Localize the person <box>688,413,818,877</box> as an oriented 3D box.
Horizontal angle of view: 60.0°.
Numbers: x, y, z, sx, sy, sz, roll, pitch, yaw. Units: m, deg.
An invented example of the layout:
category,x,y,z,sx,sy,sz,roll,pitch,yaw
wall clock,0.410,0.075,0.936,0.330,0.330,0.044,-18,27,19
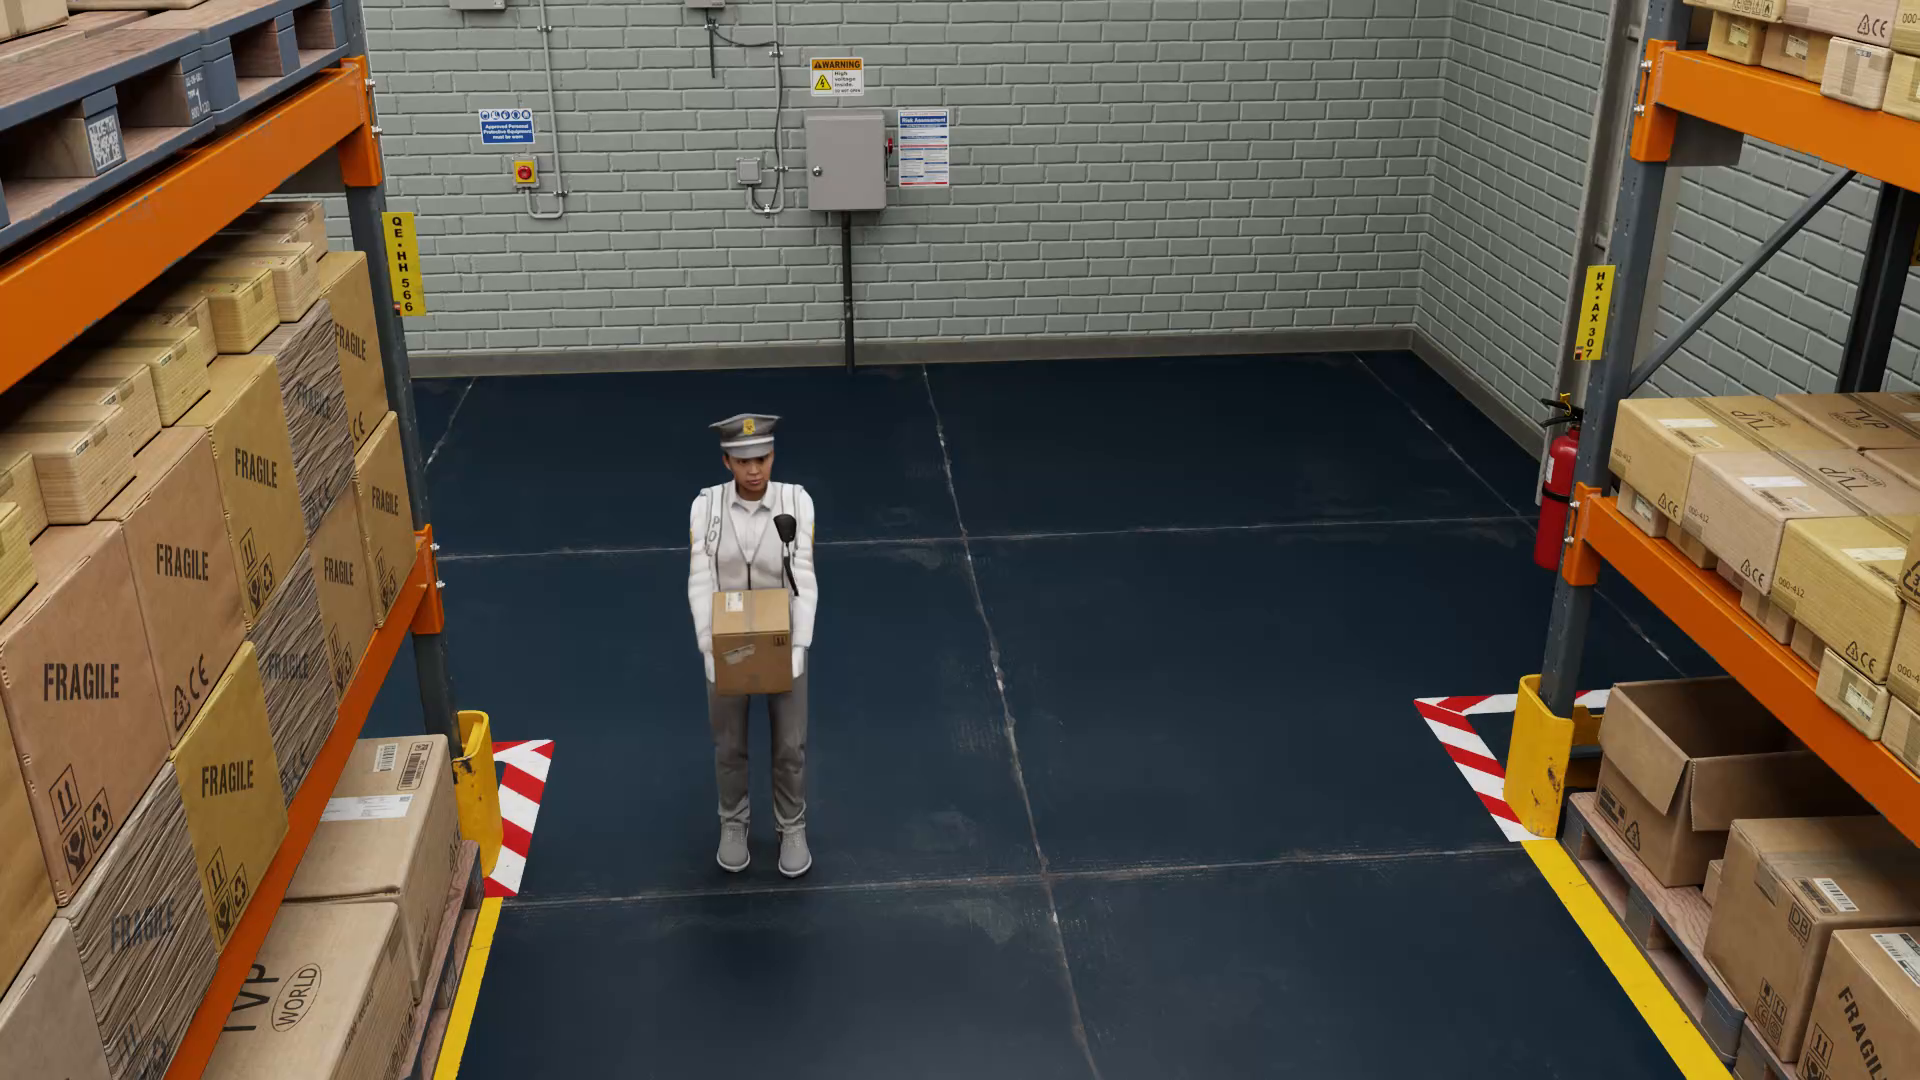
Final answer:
category,x,y,z,sx,sy,sz,roll,pitch,yaw
person,-0.697,0.388,5.700,0.435,1.691,0.525,-3,24,-6
